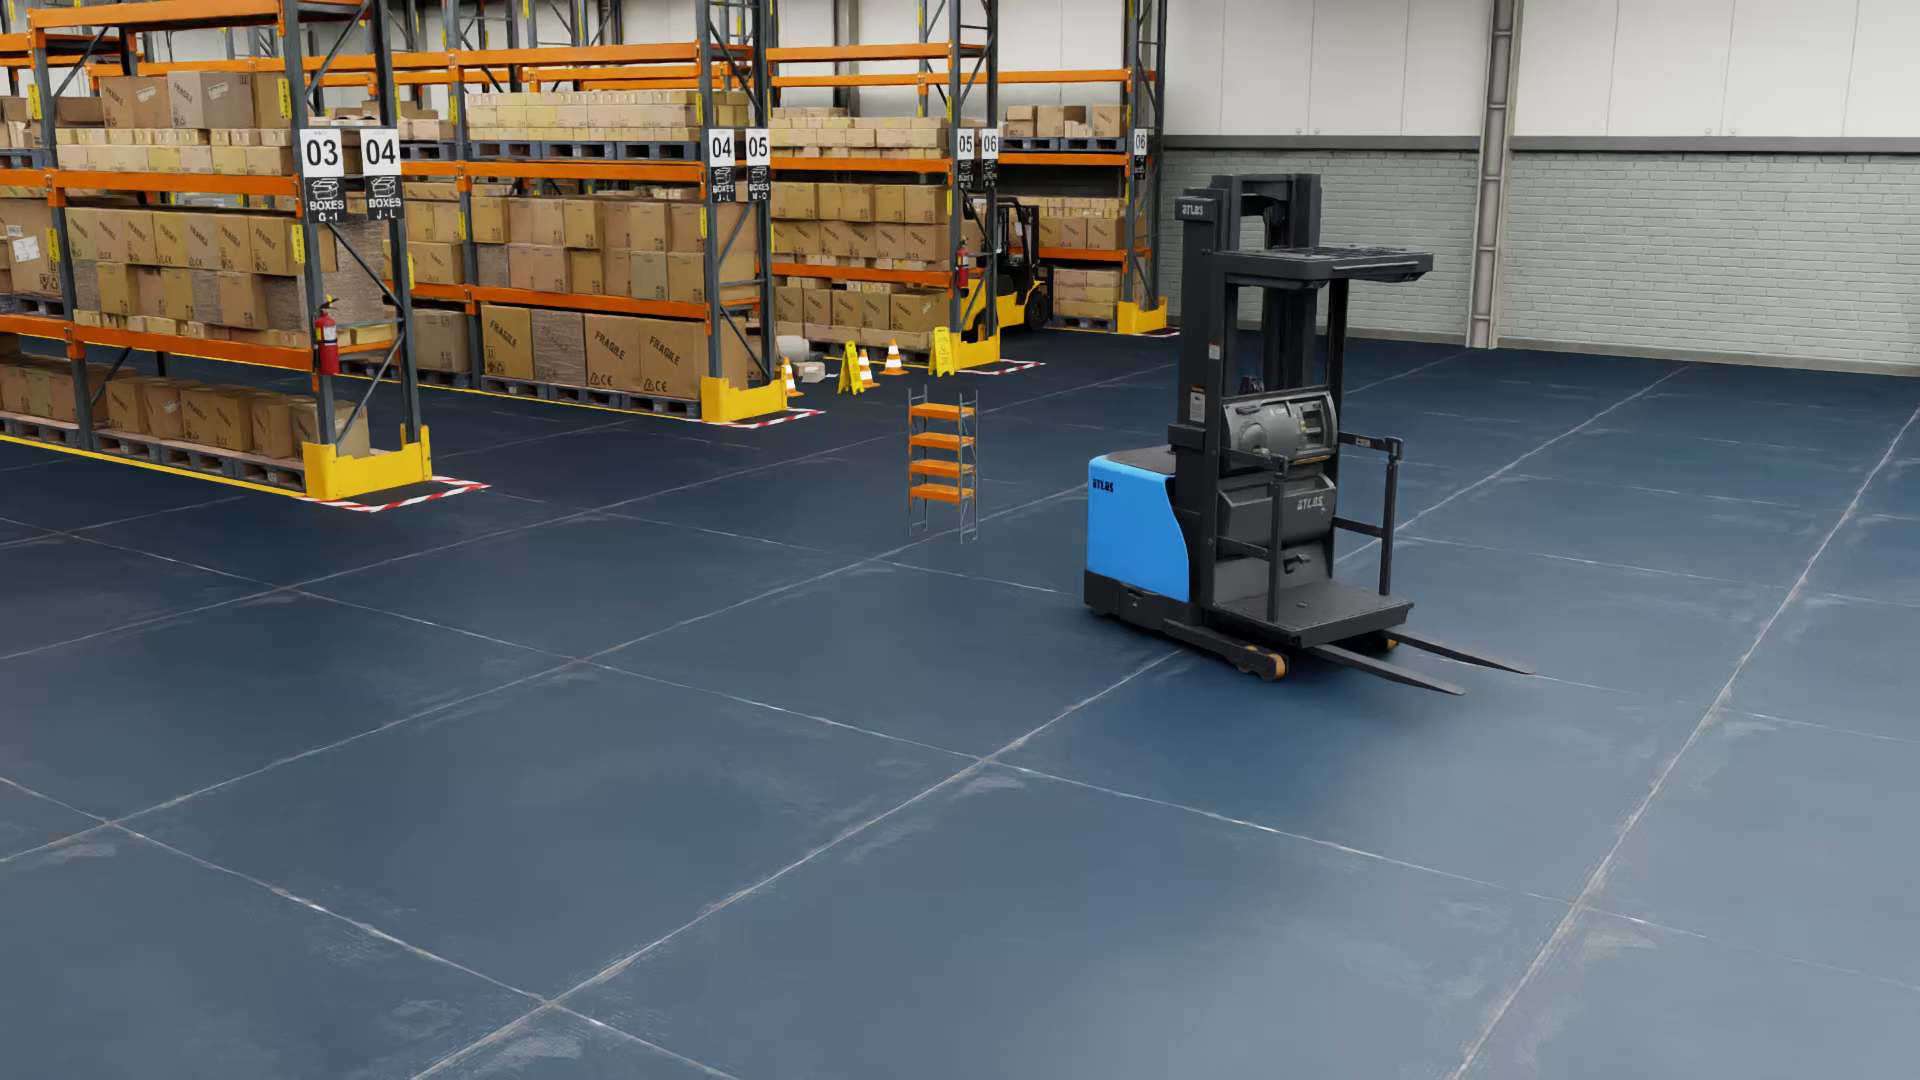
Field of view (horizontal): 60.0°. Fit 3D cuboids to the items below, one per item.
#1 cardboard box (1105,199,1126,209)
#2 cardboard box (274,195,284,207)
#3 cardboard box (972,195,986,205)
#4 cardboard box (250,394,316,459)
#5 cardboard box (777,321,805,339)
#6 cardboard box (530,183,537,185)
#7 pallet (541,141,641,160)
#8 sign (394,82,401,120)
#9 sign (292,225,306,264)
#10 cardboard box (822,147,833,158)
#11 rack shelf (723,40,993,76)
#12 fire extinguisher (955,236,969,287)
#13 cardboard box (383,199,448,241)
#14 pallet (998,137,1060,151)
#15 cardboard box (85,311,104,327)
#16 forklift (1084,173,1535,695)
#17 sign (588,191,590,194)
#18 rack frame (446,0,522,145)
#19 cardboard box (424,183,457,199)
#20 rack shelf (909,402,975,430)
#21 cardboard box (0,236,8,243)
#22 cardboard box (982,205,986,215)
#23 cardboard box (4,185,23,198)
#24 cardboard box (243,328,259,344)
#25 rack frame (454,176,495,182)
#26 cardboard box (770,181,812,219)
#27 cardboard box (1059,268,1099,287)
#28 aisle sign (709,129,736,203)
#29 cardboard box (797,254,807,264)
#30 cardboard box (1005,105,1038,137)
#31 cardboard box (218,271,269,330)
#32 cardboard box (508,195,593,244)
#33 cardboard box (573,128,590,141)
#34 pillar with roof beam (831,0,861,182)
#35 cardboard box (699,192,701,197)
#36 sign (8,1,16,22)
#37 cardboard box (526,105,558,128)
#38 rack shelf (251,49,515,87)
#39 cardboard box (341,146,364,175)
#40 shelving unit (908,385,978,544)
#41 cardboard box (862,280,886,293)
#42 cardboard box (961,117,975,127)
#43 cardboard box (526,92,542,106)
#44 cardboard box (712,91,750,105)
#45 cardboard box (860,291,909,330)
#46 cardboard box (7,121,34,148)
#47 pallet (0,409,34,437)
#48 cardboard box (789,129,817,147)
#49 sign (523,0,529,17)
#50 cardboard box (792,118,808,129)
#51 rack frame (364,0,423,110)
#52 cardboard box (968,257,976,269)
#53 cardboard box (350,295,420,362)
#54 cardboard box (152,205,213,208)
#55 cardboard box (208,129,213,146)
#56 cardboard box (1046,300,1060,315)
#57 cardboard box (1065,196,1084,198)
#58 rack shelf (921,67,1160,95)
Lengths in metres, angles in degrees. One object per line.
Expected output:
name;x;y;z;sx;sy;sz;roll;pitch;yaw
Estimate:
cardboard box;2.539;-5.408;26.750;0.250;0.149;0.380;9;17;33
cardboard box;-12.418;-6.395;30.624;0.500;0.500;0.500;9;16;31
cardboard box;0.374;-5.732;28.059;0.250;0.149;0.380;10;17;34
cardboard box;-6.368;-1.079;15.767;0.500;0.500;0.500;-12;18;-39
cardboard box;-2.345;-3.107;24.481;0.500;0.250;0.500;10;17;36
cardboard box;-7.142;-5.690;27.778;0.500;0.500;0.500;9;17;33
pallet;-4.130;-4.577;19.514;1.213;0.211;1.003;9;17;33
sign;-5.042;-3.917;14.841;0.005;0.325;0.100;9;17;33
sign;-5.671;-2.536;14.256;0.005;0.325;0.100;9;17;33
cardboard box;-1.730;-5.476;23.484;0.250;0.149;0.380;9;17;33
rack shelf;-1.473;-6.733;23.301;4.000;0.370;1.077;9;17;33
fire extinguisher;0.024;-3.759;22.428;0.183;0.674;0.296;9;17;33
cardboard box;-7.074;-4.176;21.660;0.500;0.500;0.700;9;17;33
pallet;1.365;-6.571;27.566;1.213;0.211;1.003;9;17;33
cardboard box;-8.453;-2.218;16.562;0.250;0.149;0.380;9;17;33
forklift;2.104;-0.712;10.099;1.130;2.935;3.031;-10;17;-34
sign;-6.157;-5.610;27.498;0.005;0.325;0.100;9;17;33
rack frame;-5.811;-6.352;20.256;0.127;3.000;1.000;9;17;33
cardboard box;-8.714;-5.800;28.223;0.500;0.500;0.500;9;16;31
rack shelf;-0.137;-0.986;13.174;0.480;0.148;0.258;9;17;33
cardboard box;-10.993;-3.134;18.659;0.500;0.500;0.700;12;19;41
cardboard box;0.580;-5.552;27.950;0.250;0.149;0.380;9;17;32
cardboard box;-14.703;-5.474;26.285;0.500;0.500;0.500;9;16;32
cardboard box;-6.338;-1.897;15.265;0.250;0.149;0.380;9;17;33
rack frame;-10.323;-7.040;35.520;0.127;3.000;1.000;9;17;33
cardboard box;-2.477;-4.944;24.143;0.500;0.500;0.700;9;17;33
cardboard box;1.970;-4.316;27.281;0.500;0.250;0.500;10;17;34
aisle sign;-2.601;-4.096;18.217;0.004;0.787;0.394;9;17;33
cardboard box;-2.150;-4.090;24.124;0.250;0.149;0.380;9;17;33
cardboard box;1.192;-6.907;27.443;0.637;0.503;0.797;10;17;35
cardboard box;-6.267;-2.243;15.316;0.500;0.500;0.875;9;17;33
cardboard box;-5.003;-3.930;20.397;0.550;0.550;0.875;9;17;33
cardboard box;-4.223;-4.672;19.151;0.250;0.149;0.380;9;17;33
pillar with roof beam;-4.502;-8.026;27.017;0.400;9.000;9.100;9;17;33
cardboard box;-5.142;-6.403;31.858;0.637;0.503;0.797;9;16;32
sign;-15.442;-8.599;27.062;0.005;0.325;0.100;9;17;33
cardboard box;-4.724;-4.964;19.501;0.500;0.250;0.500;9;16;32
rack shelf;-7.471;-6.077;21.474;4.000;0.370;1.077;9;17;33
cardboard box;-5.600;-3.427;14.996;0.500;0.250;0.500;10;17;34
shelving unit;-0.137;-0.605;13.269;0.503;1.200;0.258;9;17;33
cardboard box;-1.173;-3.578;23.471;0.250;0.149;0.380;10;17;34
cardboard box;0.005;-5.713;22.782;0.250;0.149;0.380;9;17;32
cardboard box;-4.852;-5.160;19.466;0.250;0.149;0.380;9;17;33
cardboard box;-2.592;-4.985;18.758;0.250;0.149;0.380;9;17;33
cardboard box;-1.059;-3.262;23.545;0.500;0.500;0.500;10;17;35
cardboard box;-9.499;-4.165;17.070;0.258;0.266;0.396;10;17;35
pallet;-10.327;-1.378;18.452;1.213;0.211;1.003;9;17;33
cardboard box;-2.079;-5.717;23.628;0.500;0.250;0.500;9;17;33
sign;-6.759;-8.308;25.884;0.005;0.325;0.100;9;17;33
cardboard box;-2.170;-5.924;23.634;0.250;0.149;0.380;9;16;31
rack frame;-9.771;-8.425;28.632;0.127;3.000;1.000;9;17;33
cardboard box;0.020;-3.869;23.232;0.250;0.149;0.380;9;17;33
cardboard box;-7.948;-2.872;22.490;0.750;0.750;1.050;9;17;34
cardboard box;-7.721;-3.070;16.577;0.500;0.500;0.500;9;17;33
cardboard box;-6.545;-3.640;15.025;0.250;0.149;0.380;9;17;33
cardboard box;1.570;-3.901;27.687;0.500;0.250;0.500;9;17;33
cardboard box;1.939;-5.631;27.649;0.250;0.149;0.380;10;17;35
rack shelf;1.294;-7.531;27.349;4.000;0.370;1.077;9;17;33
